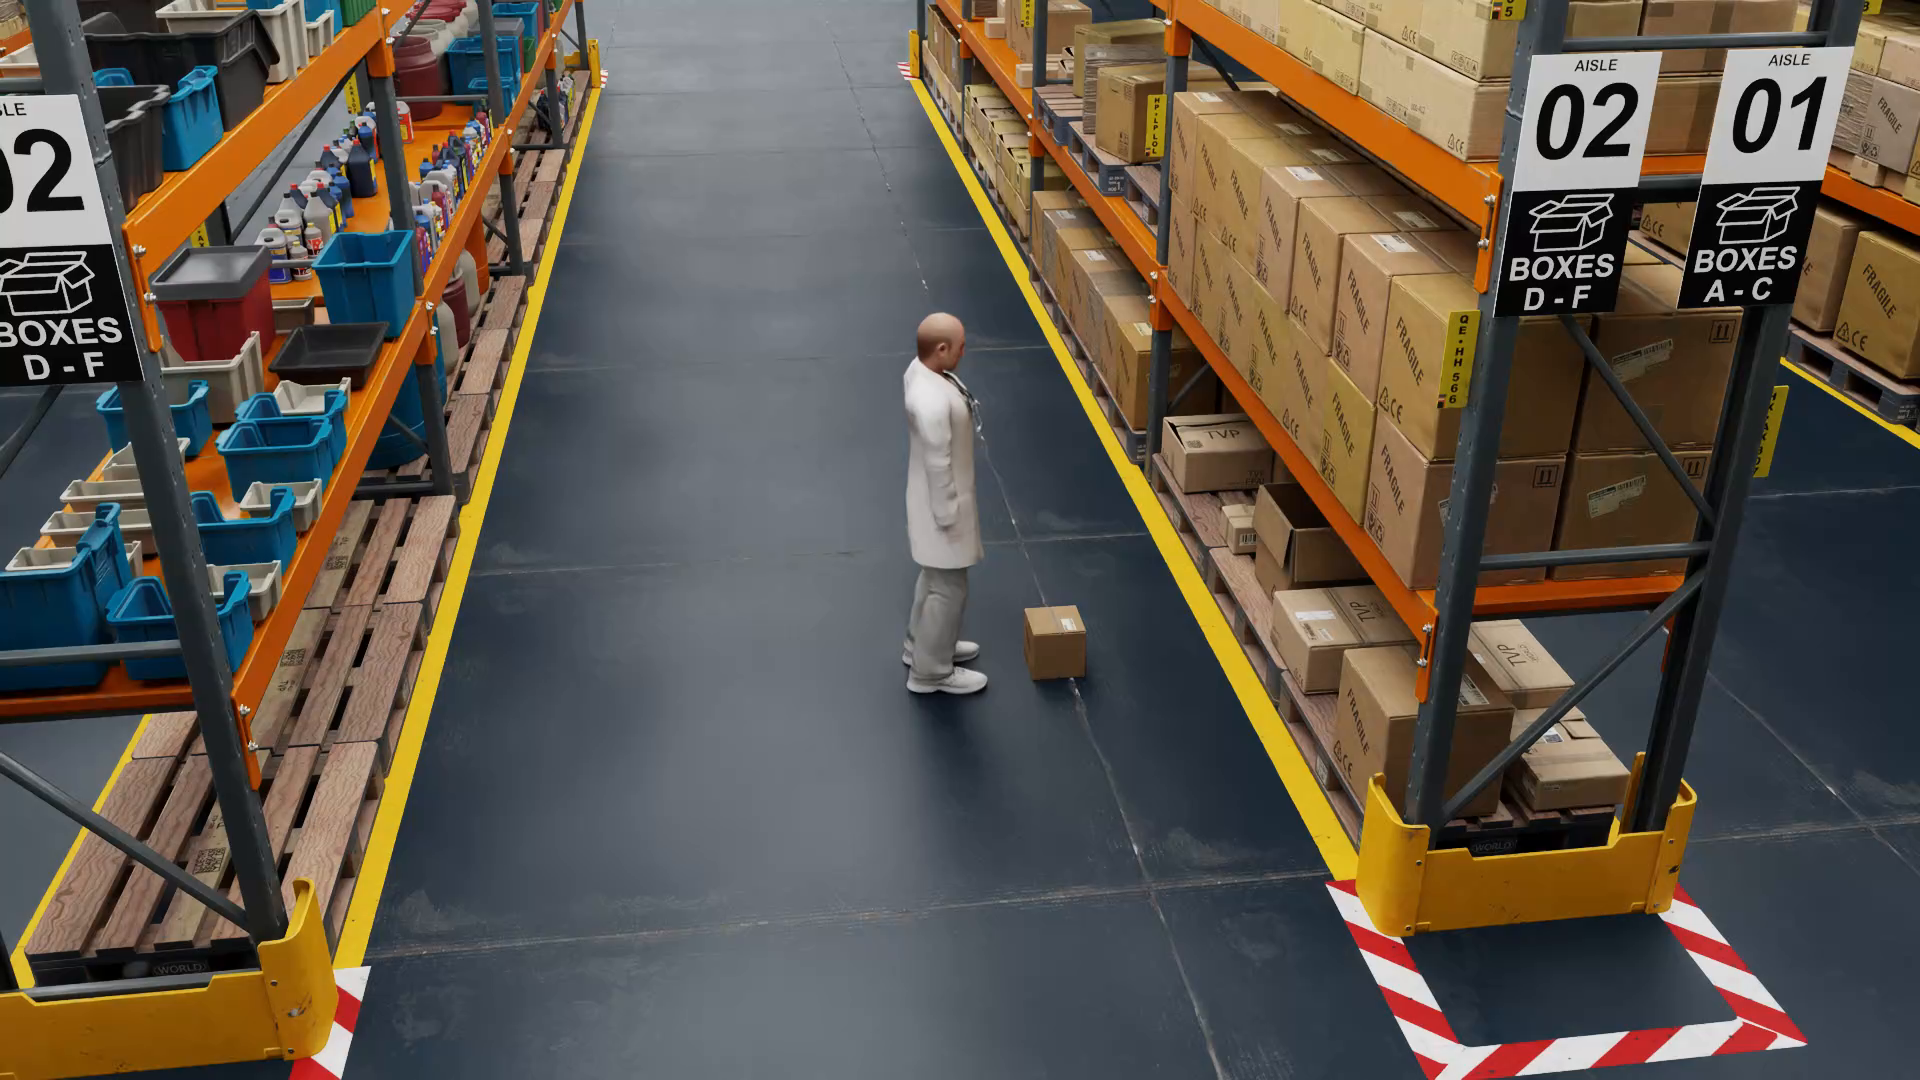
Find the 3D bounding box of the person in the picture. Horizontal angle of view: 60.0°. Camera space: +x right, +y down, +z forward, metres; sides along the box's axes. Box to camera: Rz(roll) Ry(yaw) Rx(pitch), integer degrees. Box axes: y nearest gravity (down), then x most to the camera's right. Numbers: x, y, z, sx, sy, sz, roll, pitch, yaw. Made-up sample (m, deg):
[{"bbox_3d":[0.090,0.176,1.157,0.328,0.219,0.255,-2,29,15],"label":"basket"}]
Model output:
[{"bbox_3d":[-0.078,-0.171,7.483,0.377,1.774,0.562,-3,27,-6],"label":"person"}]
